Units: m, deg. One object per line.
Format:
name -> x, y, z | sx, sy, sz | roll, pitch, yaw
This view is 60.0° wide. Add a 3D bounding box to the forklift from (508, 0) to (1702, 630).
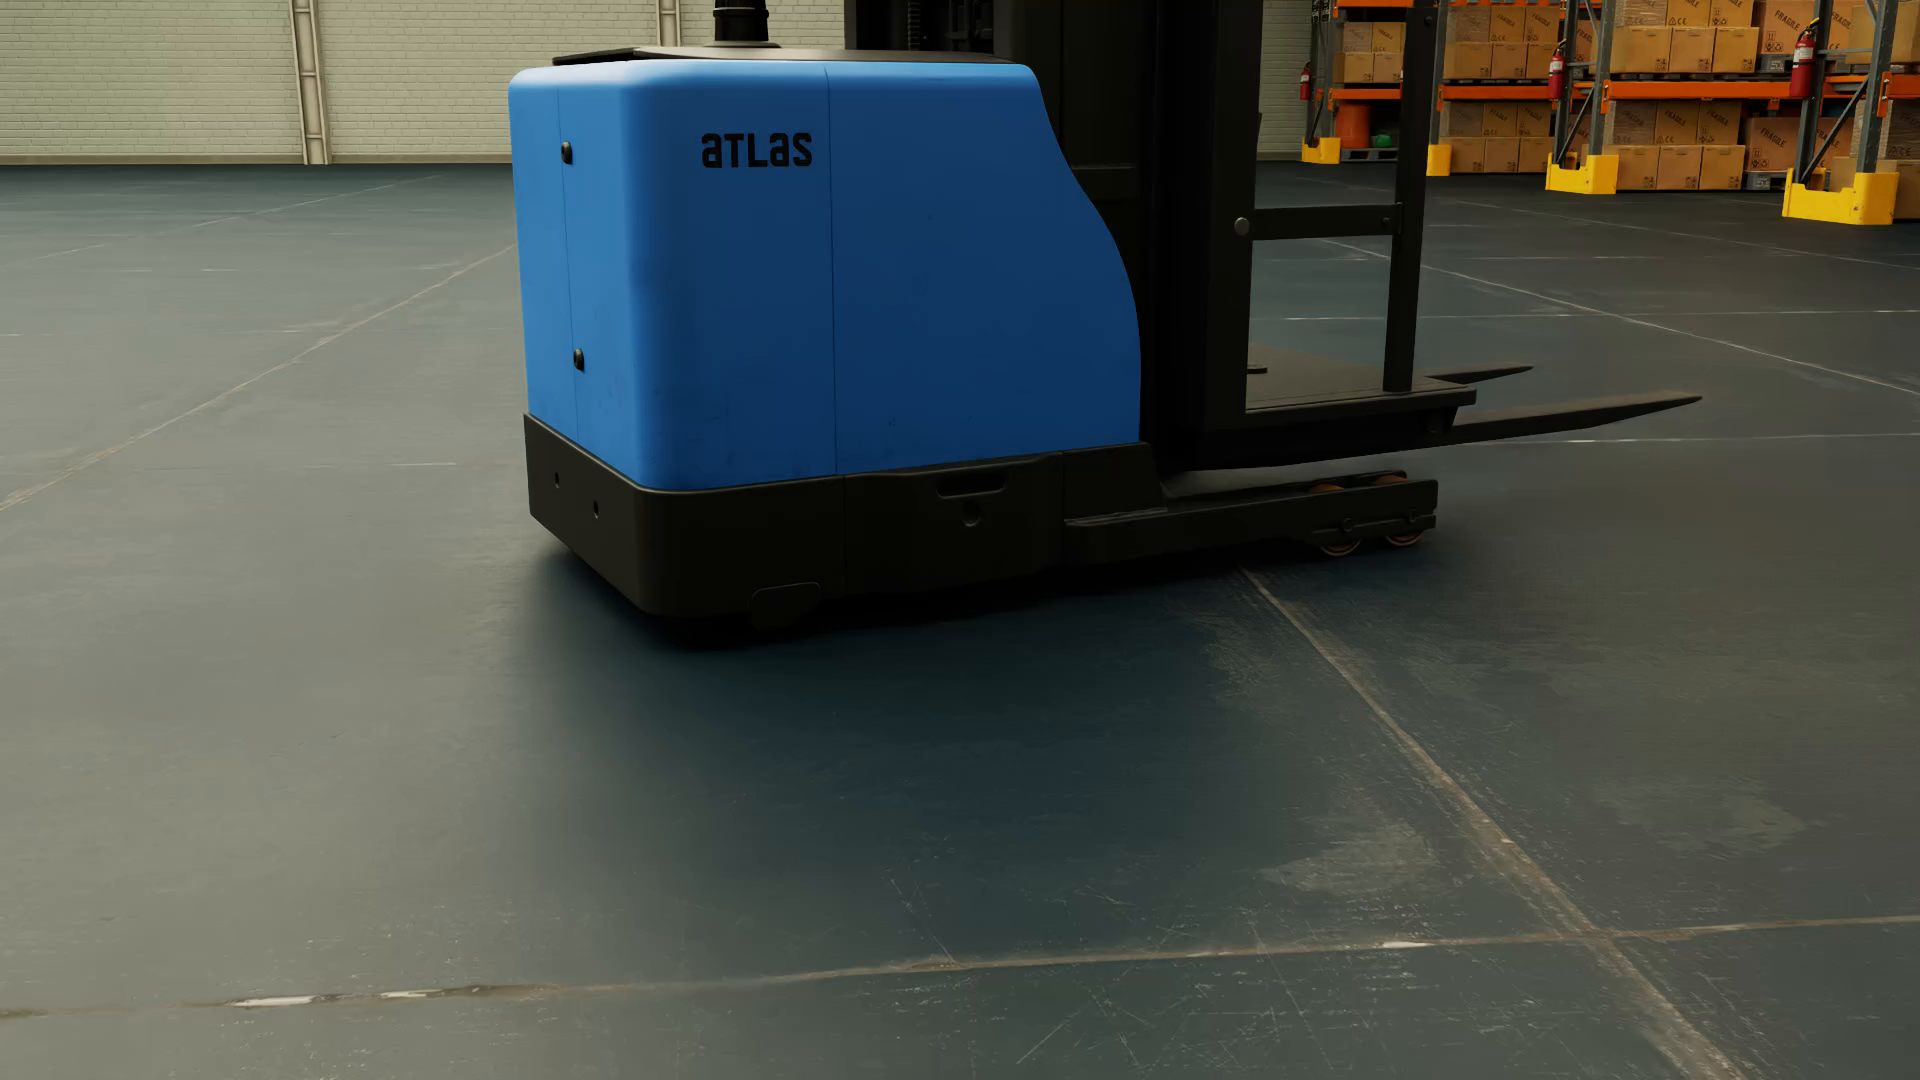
forklift -> 0.538, -1.490, 3.837 | 3.031, 2.935, 1.130 | -8, 17, -27
